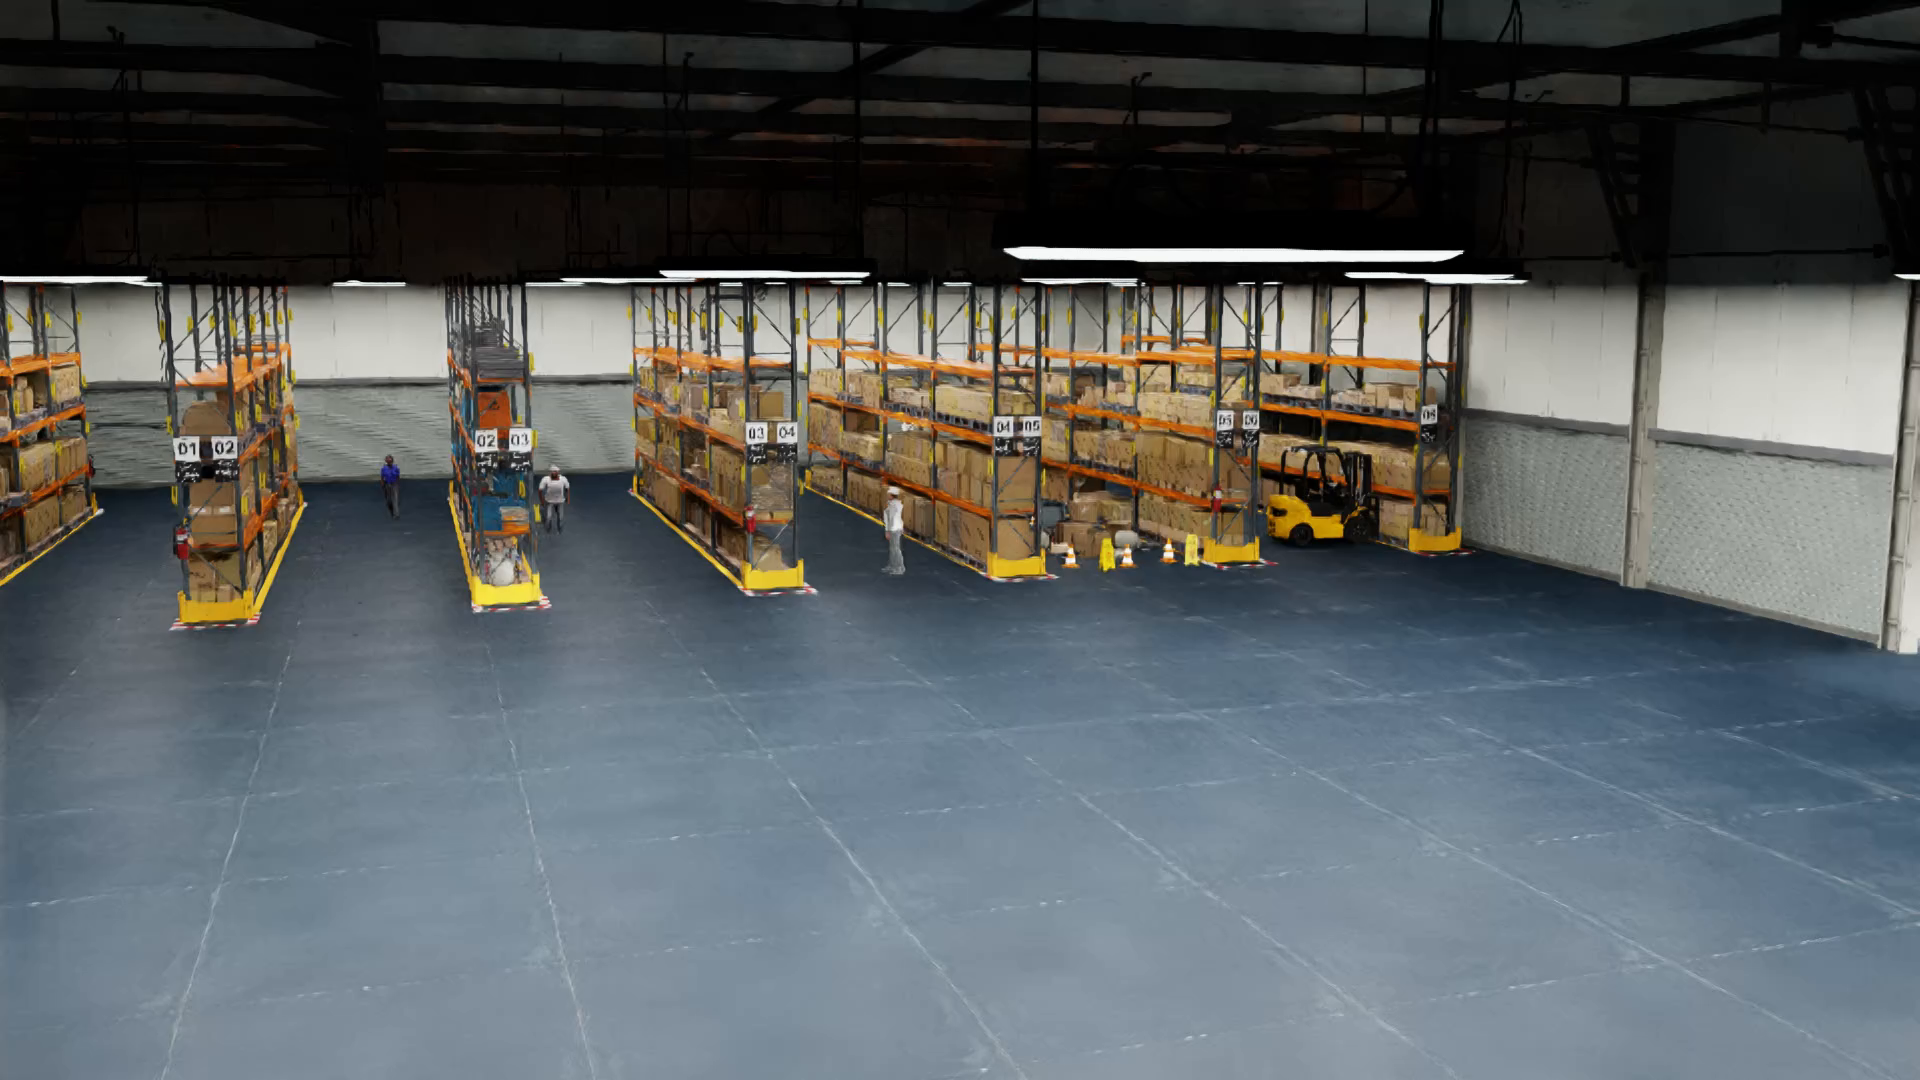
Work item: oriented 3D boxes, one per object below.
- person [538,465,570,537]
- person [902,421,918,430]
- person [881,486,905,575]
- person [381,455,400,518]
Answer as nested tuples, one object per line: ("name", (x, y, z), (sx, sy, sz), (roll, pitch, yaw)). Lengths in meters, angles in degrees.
("person", (-9.348, -0.890, 38.343), (0.719, 1.713, 0.572), (-3, 9, -21))
("person", (-1.582, -3.164, 53.158), (0.589, 1.772, 0.570), (3, 9, 17))
("person", (-1.358, -0.208, 33.529), (0.555, 1.769, 0.615), (2, 9, 11))
("person", (-14.296, -1.354, 41.751), (0.447, 1.560, 1.088), (-3, 9, -16))
